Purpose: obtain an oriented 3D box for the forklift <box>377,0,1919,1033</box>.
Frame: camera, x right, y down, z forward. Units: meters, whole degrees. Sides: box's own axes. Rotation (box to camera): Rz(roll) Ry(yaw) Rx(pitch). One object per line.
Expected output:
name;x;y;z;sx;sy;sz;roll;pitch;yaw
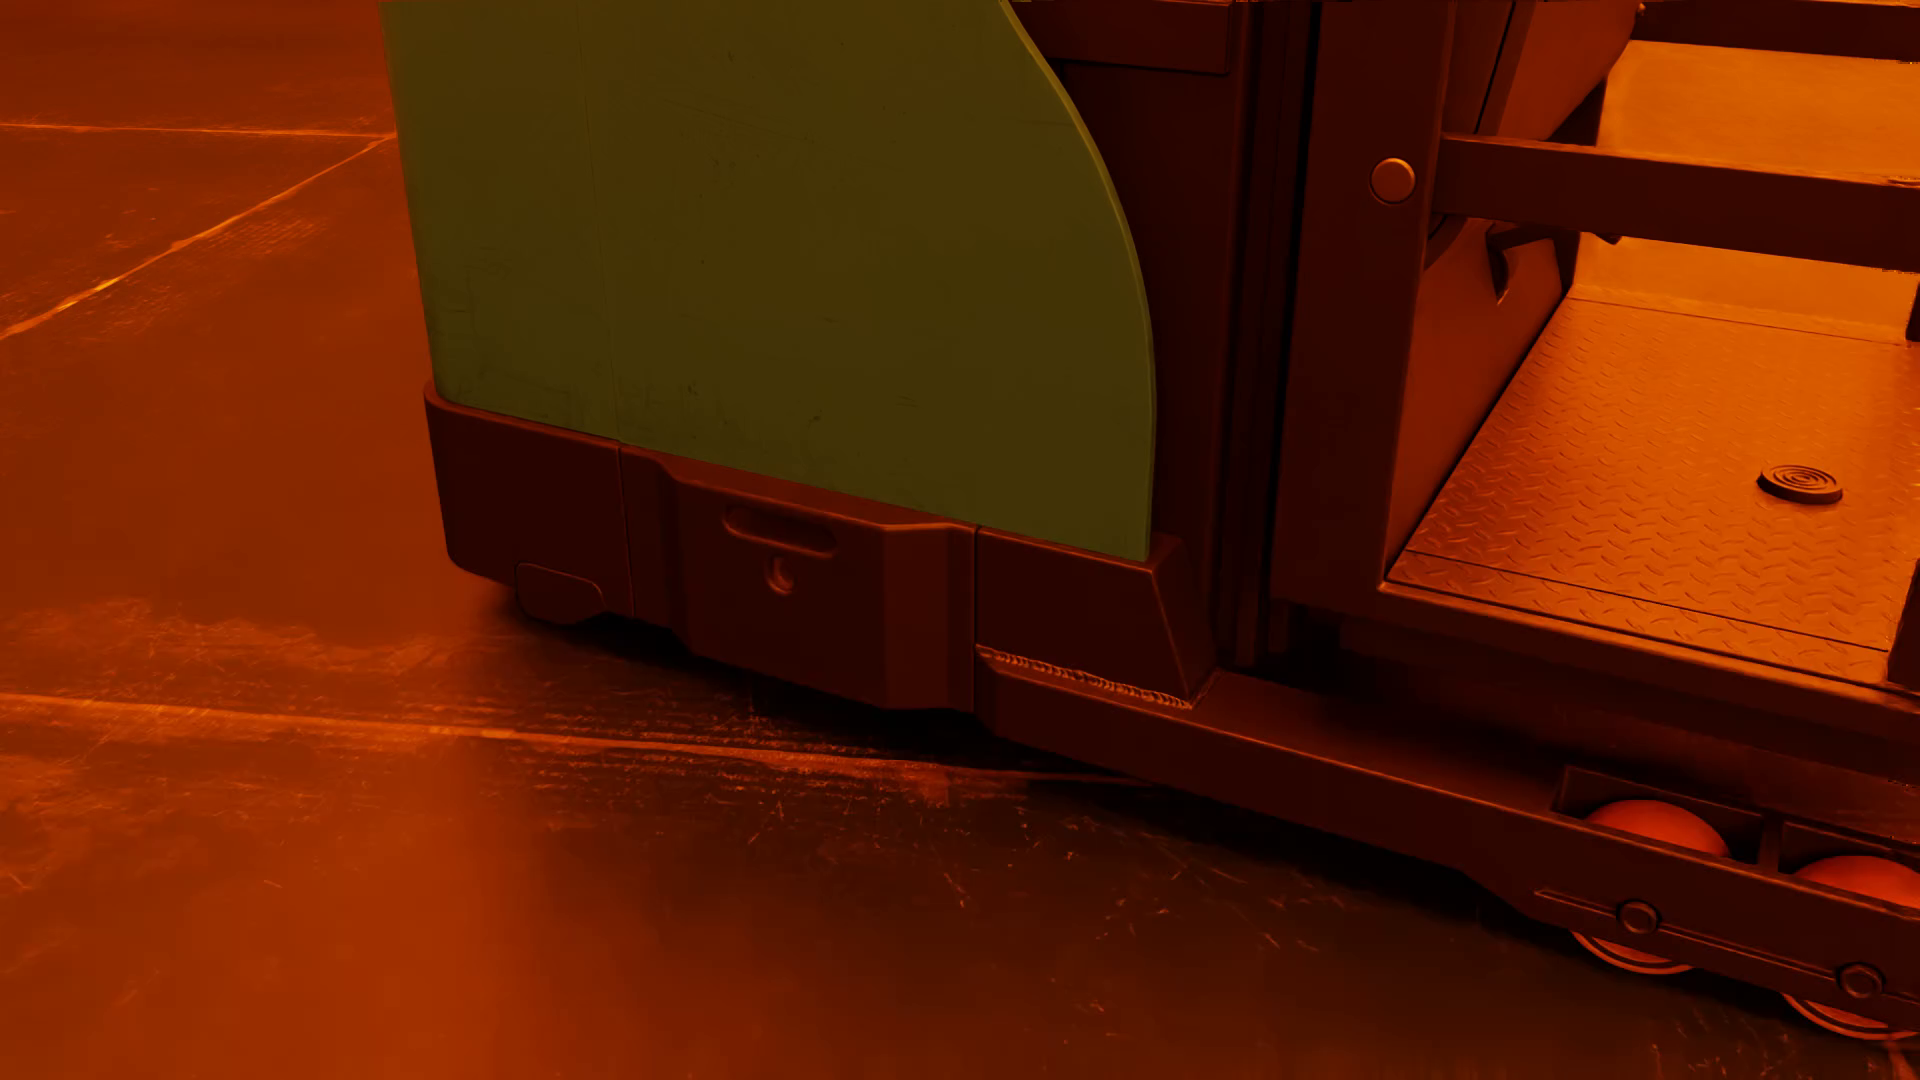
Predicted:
forklift;0.833;-1.116;1.453;3.031;2.935;1.130;13;29;25
